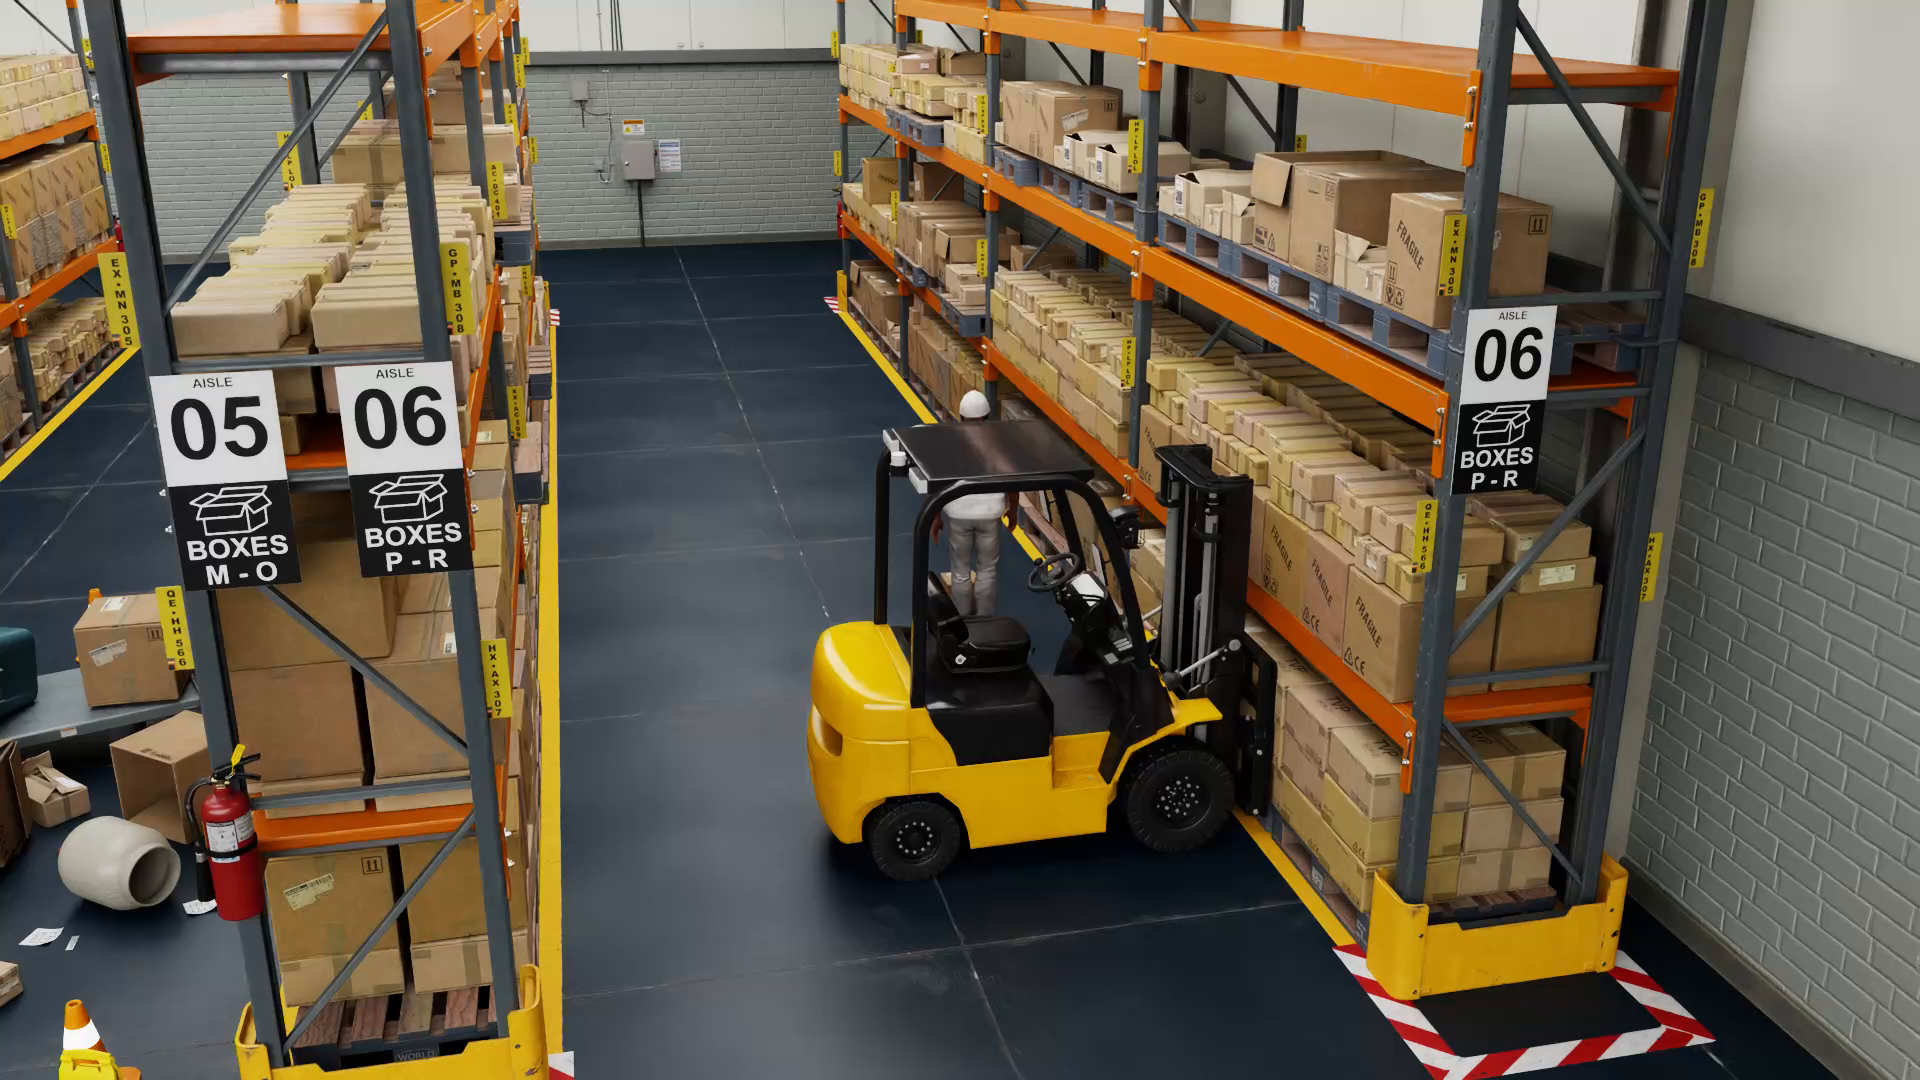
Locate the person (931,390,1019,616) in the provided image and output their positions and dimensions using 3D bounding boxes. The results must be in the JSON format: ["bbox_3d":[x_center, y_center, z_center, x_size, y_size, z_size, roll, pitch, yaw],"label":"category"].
[{"bbox_3d":[0.105,-0.175,11.473,0.608,1.762,0.390,-1,20,-2],"label":"person"}]
